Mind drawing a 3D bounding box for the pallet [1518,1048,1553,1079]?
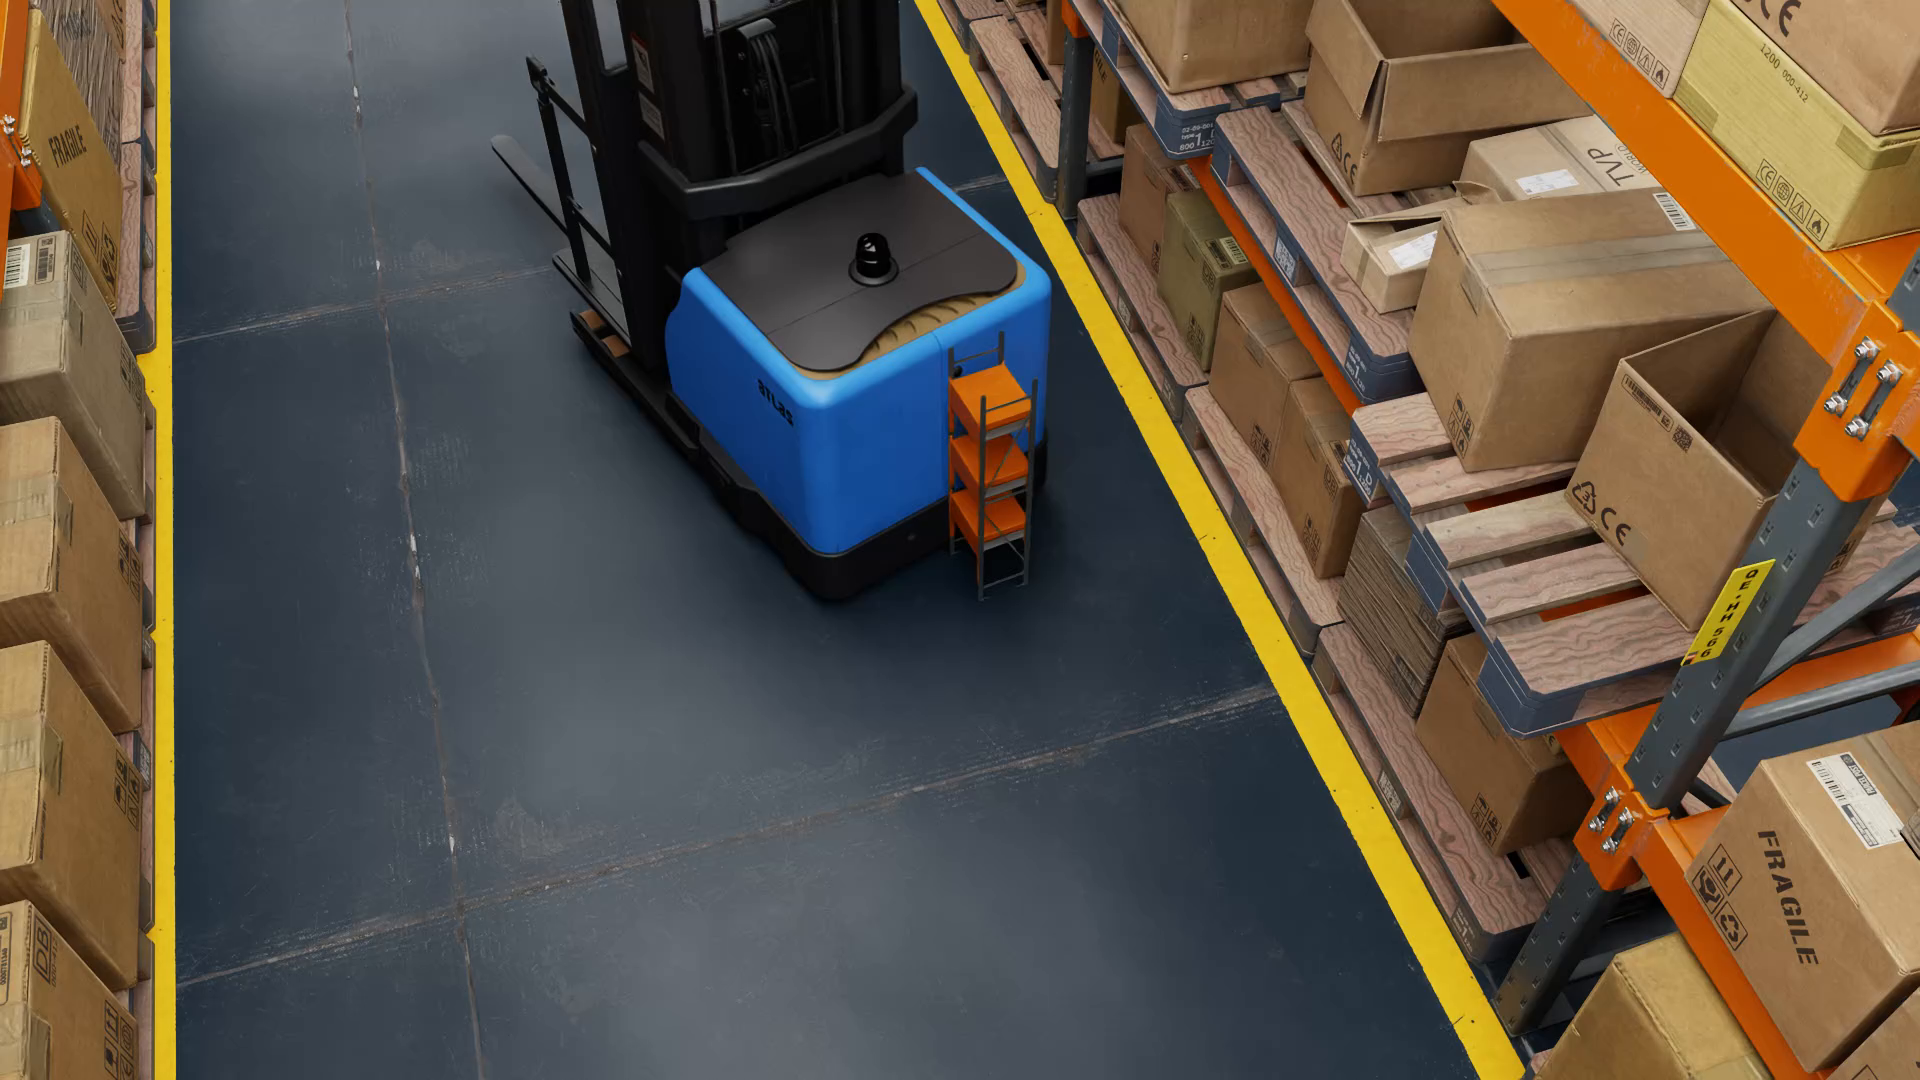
[{"bbox_3d":[2.271,1.864,4.541,1.003,0.211,1.213,-13,51,-11],"label":"pallet"}]

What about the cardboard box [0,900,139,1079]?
[{"bbox_3d":[-2.753,1.545,4.183,1.050,0.750,0.750,-14,51,-11],"label":"cardboard box"}]

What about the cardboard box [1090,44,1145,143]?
[{"bbox_3d":[0.846,-2.180,7.486,0.500,0.500,0.500,-15,51,-12],"label":"cardboard box"}]

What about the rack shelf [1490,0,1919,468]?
[{"bbox_3d":[1.518,-1.823,4.334,1.077,0.370,4.000,-13,51,-11],"label":"rack shelf"}]

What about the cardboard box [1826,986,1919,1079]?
[{"bbox_3d":[2.148,1.133,3.268,0.500,0.500,0.500,-15,51,-12],"label":"cardboard box"}]

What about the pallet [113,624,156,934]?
[{"bbox_3d":[-3.177,0.836,5.407,1.003,0.211,1.213,-13,51,-11],"label":"pallet"}]

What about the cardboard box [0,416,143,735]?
[{"bbox_3d":[-3.290,0.227,5.294,1.050,0.750,0.750,-13,51,-11],"label":"cardboard box"}]

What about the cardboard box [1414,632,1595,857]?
[{"bbox_3d":[1.892,0.551,5.170,0.700,0.500,0.500,-16,52,-13],"label":"cardboard box"}]

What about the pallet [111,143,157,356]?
[{"bbox_3d":[-3.992,-1.176,7.103,1.003,0.211,1.213,-13,51,-11],"label":"pallet"}]

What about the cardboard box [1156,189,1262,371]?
[{"bbox_3d":[1.211,-1.079,6.545,0.700,0.500,0.500,-14,51,-11],"label":"cardboard box"}]

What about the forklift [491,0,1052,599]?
[{"bbox_3d":[-0.948,-1.823,5.870,1.130,2.935,3.031,-29,56,-22],"label":"forklift"}]

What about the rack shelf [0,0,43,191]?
[{"bbox_3d":[-4.433,-2.730,7.060,1.077,0.370,4.000,-13,51,-11],"label":"rack shelf"}]

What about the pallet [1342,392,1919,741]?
[{"bbox_3d":[1.797,-0.062,4.466,1.213,0.211,1.003,-13,51,-11],"label":"pallet"}]

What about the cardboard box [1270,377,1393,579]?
[{"bbox_3d":[1.542,-0.263,5.857,0.700,0.500,0.500,-9,51,-8],"label":"cardboard box"}]

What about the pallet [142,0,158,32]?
[{"bbox_3d":[-4.713,-2.958,8.606,1.003,0.211,1.213,-13,51,-11],"label":"pallet"}]

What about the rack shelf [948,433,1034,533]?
[{"bbox_3d":[0.105,-0.224,5.766,0.215,0.259,0.240,-20,53,-16],"label":"rack shelf"}]

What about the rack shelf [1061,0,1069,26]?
[{"bbox_3d":[0.335,-3.778,7.944,1.077,0.370,4.000,-13,51,-11],"label":"rack shelf"}]

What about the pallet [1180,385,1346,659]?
[{"bbox_3d":[1.523,-0.189,6.272,1.003,0.211,1.213,-13,51,-11],"label":"pallet"}]

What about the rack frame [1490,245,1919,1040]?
[{"bbox_3d":[2.109,0.372,3.974,1.000,3.000,0.127,-13,51,-11],"label":"rack frame"}]

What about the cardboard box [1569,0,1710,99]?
[{"bbox_3d":[1.575,-1.197,3.434,0.500,0.250,0.500,-13,51,-11],"label":"cardboard box"}]

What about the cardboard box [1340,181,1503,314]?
[{"bbox_3d":[1.358,-0.877,4.840,0.396,0.266,0.258,-15,51,-12],"label":"cardboard box"}]

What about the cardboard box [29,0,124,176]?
[{"bbox_3d":[-4.231,-2.085,7.161,0.875,0.875,0.875,-13,51,-11],"label":"cardboard box"}]

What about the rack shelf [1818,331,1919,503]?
[{"bbox_3d":[2.701,1.098,1.871,1.077,0.370,4.000,-13,51,-11],"label":"rack shelf"}]

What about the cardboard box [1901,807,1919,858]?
[{"bbox_3d":[2.310,0.554,3.099,0.797,0.503,0.637,-12,51,-10],"label":"cardboard box"}]

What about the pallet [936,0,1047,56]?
[{"bbox_3d":[0.330,-3.025,8.663,1.003,0.211,1.213,-13,51,-11],"label":"pallet"}]

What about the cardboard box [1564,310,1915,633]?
[{"bbox_3d":[1.912,-0.181,4.100,0.500,0.500,0.500,-19,52,-15],"label":"cardboard box"}]

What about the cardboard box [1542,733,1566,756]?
[{"bbox_3d":[1.883,0.312,4.882,0.500,0.250,0.500,-11,51,-9],"label":"cardboard box"}]

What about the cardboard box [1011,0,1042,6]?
[{"bbox_3d":[0.411,-3.032,8.205,0.500,0.500,0.500,-17,52,-14],"label":"cardboard box"}]

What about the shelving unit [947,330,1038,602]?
[{"bbox_3d":[0.105,-0.231,5.758,0.215,1.050,0.252,-20,53,-16],"label":"shelving unit"}]

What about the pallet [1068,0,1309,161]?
[{"bbox_3d":[1.014,-1.896,6.012,1.003,0.211,1.213,-13,51,-11],"label":"pallet"}]

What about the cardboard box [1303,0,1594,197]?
[{"bbox_3d":[1.527,-1.473,5.187,0.797,0.503,0.637,-9,50,-7],"label":"cardboard box"}]

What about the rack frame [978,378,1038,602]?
[{"bbox_3d":[0.157,-0.146,5.686,0.200,1.050,0.008,-20,53,-16],"label":"rack frame"}]

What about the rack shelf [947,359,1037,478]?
[{"bbox_3d":[0.105,-0.407,5.549,0.215,0.259,0.240,-20,53,-16],"label":"rack shelf"}]
